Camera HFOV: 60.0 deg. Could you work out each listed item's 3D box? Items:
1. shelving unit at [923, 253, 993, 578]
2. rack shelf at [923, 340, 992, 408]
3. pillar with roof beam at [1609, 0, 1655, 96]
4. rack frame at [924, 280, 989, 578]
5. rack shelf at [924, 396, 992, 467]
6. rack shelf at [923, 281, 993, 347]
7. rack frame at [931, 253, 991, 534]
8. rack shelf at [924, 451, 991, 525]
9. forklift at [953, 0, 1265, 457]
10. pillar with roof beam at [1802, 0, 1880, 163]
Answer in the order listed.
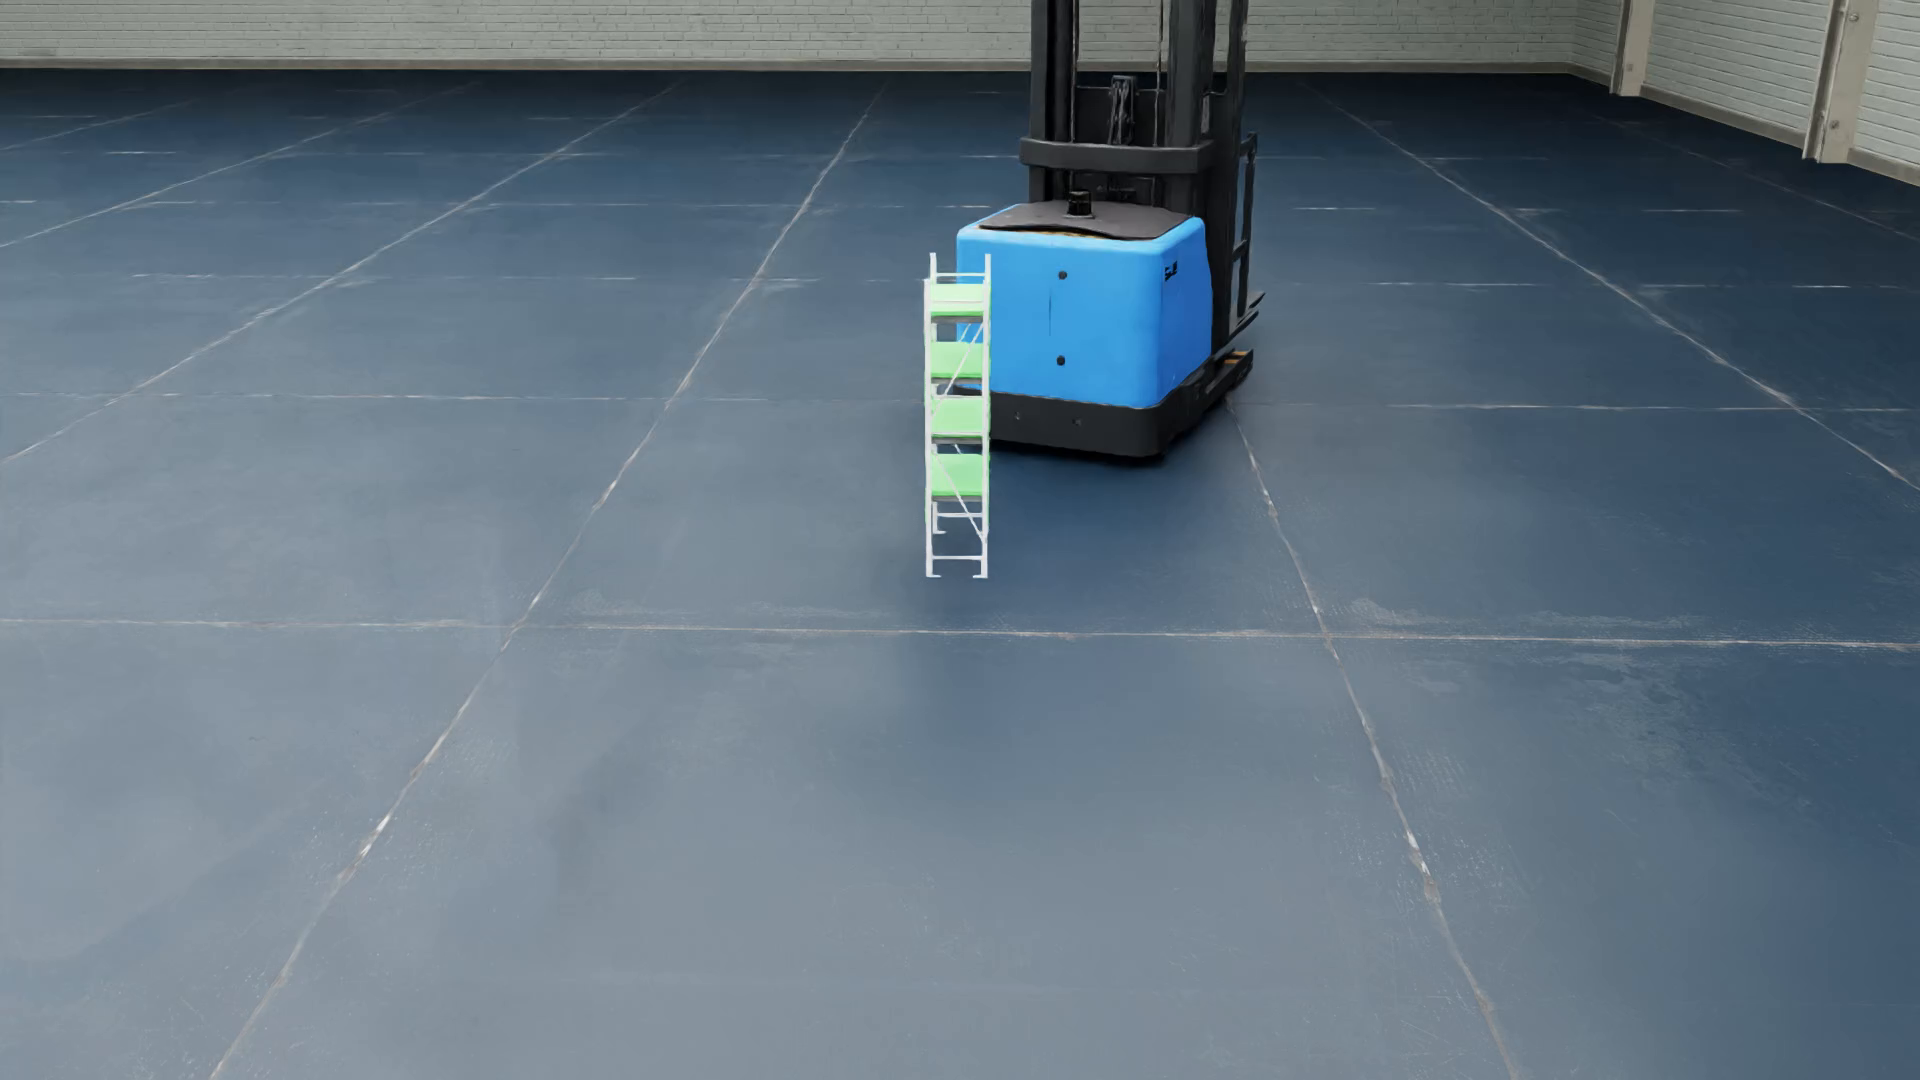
[{"bbox_3d":[-0.005,-0.500,6.658,0.258,1.200,0.503,1,21,2],"label":"shelving unit"},{"bbox_3d":[-0.005,-0.664,6.594,0.258,0.148,0.480,1,21,2],"label":"rack shelf"},{"bbox_3d":[4.776,-10.316,21.177,9.100,9.000,0.400,1,21,2],"label":"pillar with roof beam"},{"bbox_3d":[-0.012,-0.411,6.430,0.240,1.200,0.015,1,21,2],"label":"rack frame"},{"bbox_3d":[-0.005,-0.440,6.681,0.258,0.148,0.480,1,21,2],"label":"rack shelf"},{"bbox_3d":[-0.005,-0.887,6.507,0.258,0.148,0.480,1,21,2],"label":"rack shelf"},{"bbox_3d":[0.002,-0.588,6.885,0.240,1.200,0.015,1,21,2],"label":"rack frame"},{"bbox_3d":[-0.005,-0.216,6.768,0.258,0.148,0.480,1,21,2],"label":"rack shelf"},{"bbox_3d":[1.005,-2.256,8.790,1.130,2.935,3.031,9,23,21],"label":"forklift"},{"bbox_3d":[4.593,-8.147,15.586,9.100,9.000,0.400,1,21,2],"label":"pillar with roof beam"}]
